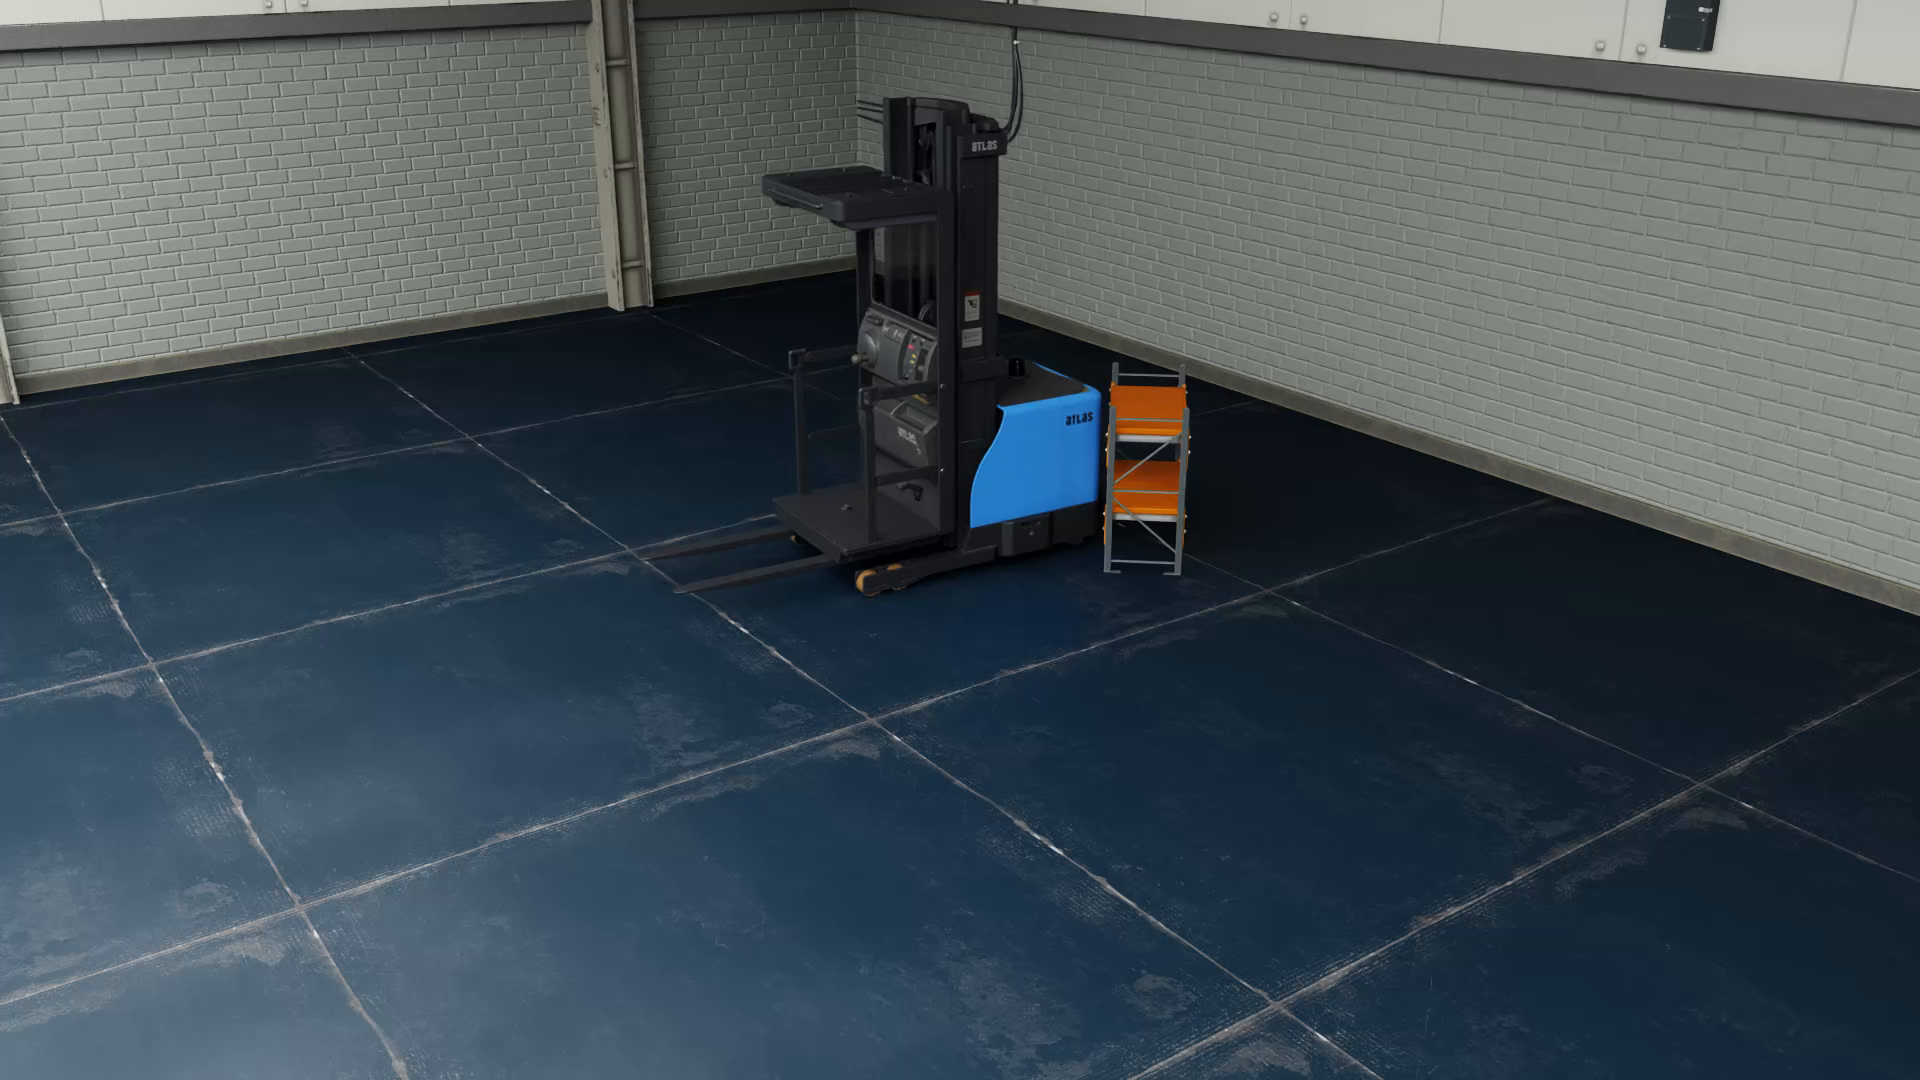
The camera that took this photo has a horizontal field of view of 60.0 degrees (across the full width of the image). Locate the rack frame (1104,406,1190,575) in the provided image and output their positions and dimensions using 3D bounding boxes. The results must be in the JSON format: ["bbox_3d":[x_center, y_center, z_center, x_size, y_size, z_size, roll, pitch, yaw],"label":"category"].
[{"bbox_3d":[1.191,-0.308,10.649,0.500,1.125,0.032,2,22,5],"label":"rack frame"}]

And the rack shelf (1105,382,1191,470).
[{"bbox_3d":[1.243,-0.767,11.011,0.538,0.278,1.000,2,22,5],"label":"rack shelf"}]

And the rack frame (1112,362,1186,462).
[{"bbox_3d":[1.296,-0.682,11.589,0.500,1.125,0.032,2,22,5],"label":"rack frame"}]

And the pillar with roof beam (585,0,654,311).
[{"bbox_3d":[-0.972,-5.366,12.702,0.400,9.000,9.100,-15,26,-33],"label":"pillar with roof beam"}]

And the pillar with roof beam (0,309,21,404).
[{"bbox_3d":[-5.843,-4.067,9.447,0.400,9.000,9.100,-15,26,-33],"label":"pillar with roof beam"}]

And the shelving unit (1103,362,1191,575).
[{"bbox_3d":[1.243,-0.495,11.119,0.538,1.125,1.048,2,22,5],"label":"shelving unit"}]

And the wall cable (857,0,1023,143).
[{"bbox_3d":[-0.323,-5.459,17.124,0.112,2.526,3.097,-15,26,-33],"label":"wall cable"}]

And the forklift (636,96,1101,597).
[{"bbox_3d":[-0.579,-1.226,10.515,3.031,2.935,1.130,-12,25,-28],"label":"forklift"}]

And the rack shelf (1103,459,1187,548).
[{"bbox_3d":[1.243,-0.268,11.210,0.538,0.278,1.000,2,22,5],"label":"rack shelf"}]

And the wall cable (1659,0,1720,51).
[{"bbox_3d":[5.209,-5.621,8.752,0.169,6.003,2.305,-15,26,-33],"label":"wall cable"}]
